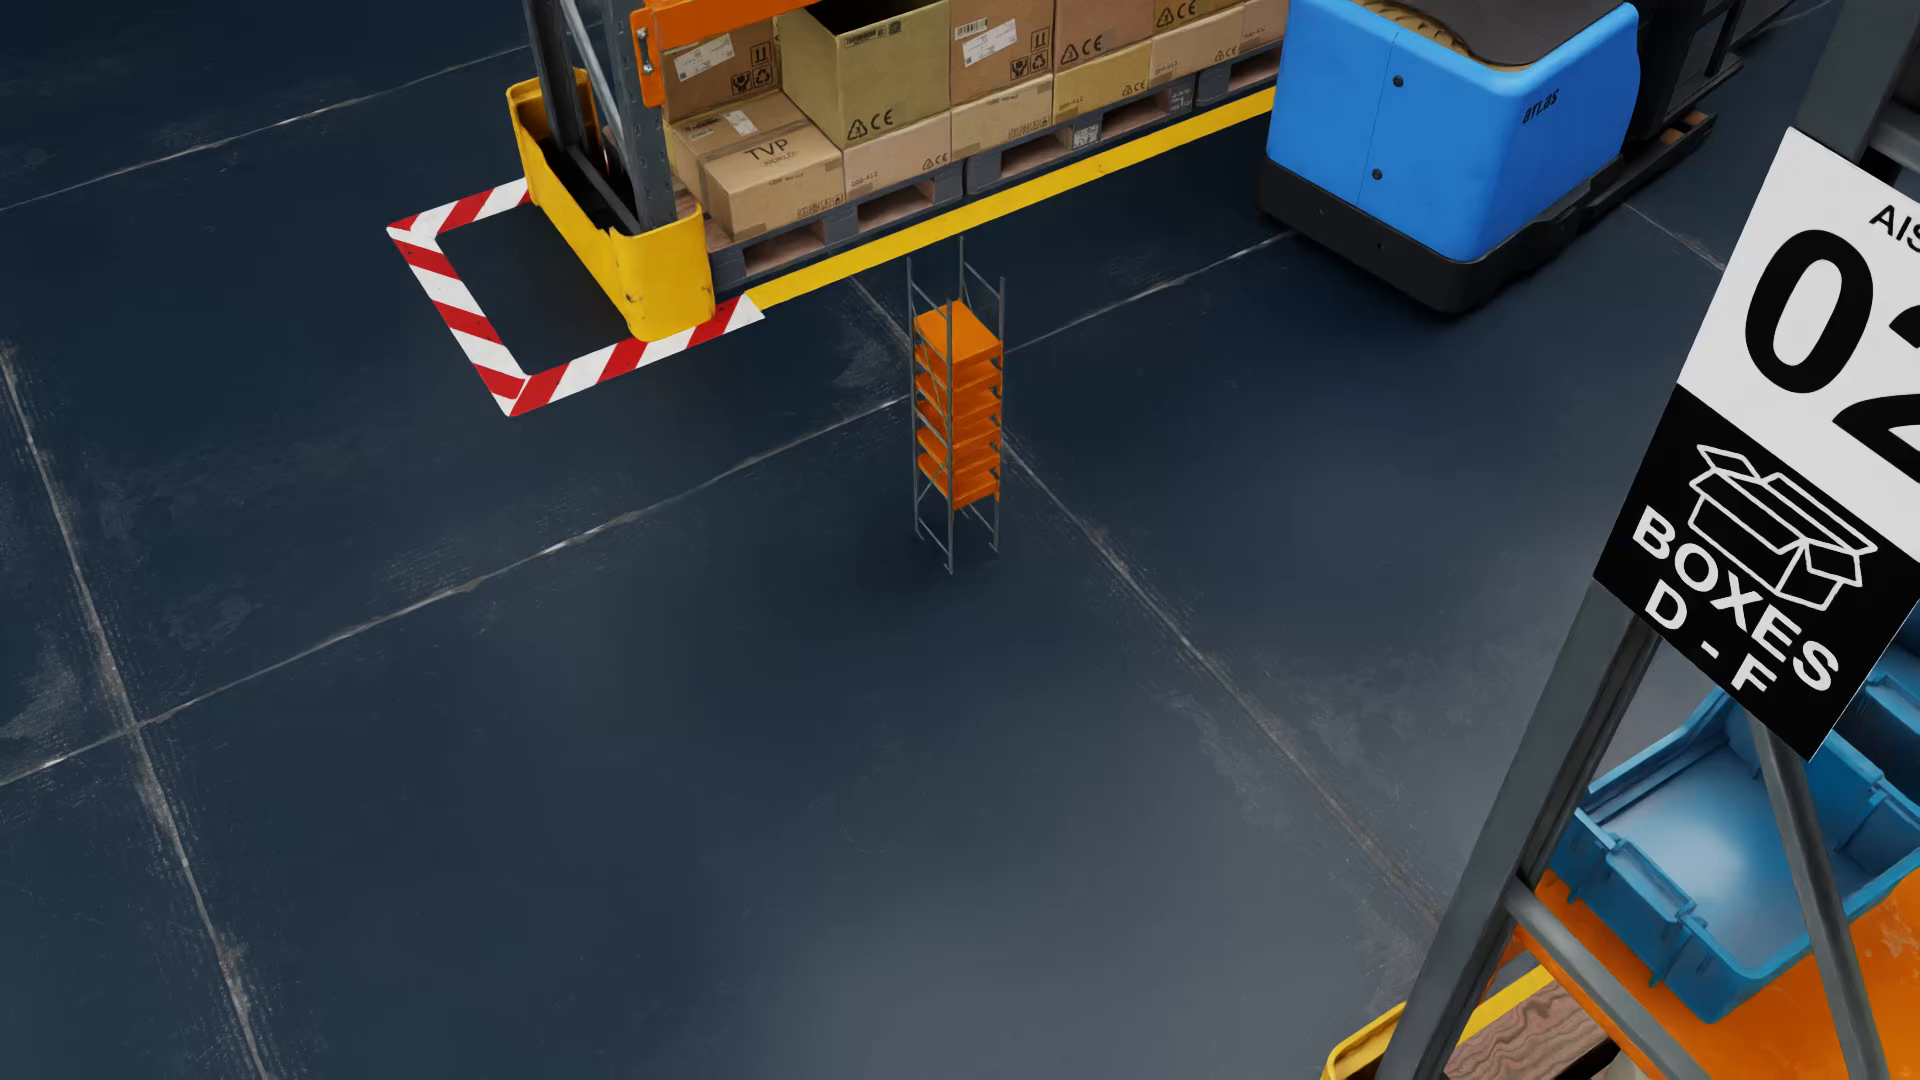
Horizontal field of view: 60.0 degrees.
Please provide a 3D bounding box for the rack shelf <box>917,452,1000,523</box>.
[{"bbox_3d":[-0.012,-0.204,5.509,0.180,0.103,0.258,-25,53,-21],"label":"rack shelf"}]

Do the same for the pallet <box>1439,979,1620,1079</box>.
[{"bbox_3d":[1.997,1.486,4.285,1.213,0.211,1.003,-25,53,-21],"label":"pallet"}]

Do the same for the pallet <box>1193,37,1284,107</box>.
[{"bbox_3d":[1.316,-2.567,7.895,1.213,0.211,1.003,-25,53,-21],"label":"pallet"}]

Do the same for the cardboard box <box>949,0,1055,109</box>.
[{"bbox_3d":[0.038,-2.146,6.711,0.500,0.500,0.500,-25,53,-21],"label":"cardboard box"}]

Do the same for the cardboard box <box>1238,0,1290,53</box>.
[{"bbox_3d":[1.307,-2.494,7.522,0.500,0.250,0.500,-25,53,-21],"label":"cardboard box"}]

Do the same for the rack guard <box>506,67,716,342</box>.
[{"bbox_3d":[-1.392,-1.350,6.617,0.348,0.500,1.175,-25,53,-21],"label":"rack guard"}]

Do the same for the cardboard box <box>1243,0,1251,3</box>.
[{"bbox_3d":[1.307,-2.745,7.243,0.500,0.500,0.500,-25,53,-21],"label":"cardboard box"}]

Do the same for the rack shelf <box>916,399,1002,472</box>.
[{"bbox_3d":[-0.012,-0.364,5.330,0.180,0.103,0.258,-25,53,-21],"label":"rack shelf"}]

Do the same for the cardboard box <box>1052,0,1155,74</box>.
[{"bbox_3d":[0.471,-2.335,6.878,0.500,0.500,0.500,-25,53,-21],"label":"cardboard box"}]

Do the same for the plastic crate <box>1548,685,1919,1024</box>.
[{"bbox_3d":[1.532,0.600,3.306,0.616,0.251,0.499,-25,53,-21],"label":"plastic crate"}]

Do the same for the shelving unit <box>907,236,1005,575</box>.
[{"bbox_3d":[-0.012,-0.393,5.297,0.189,1.200,0.258,-25,53,-21],"label":"shelving unit"}]

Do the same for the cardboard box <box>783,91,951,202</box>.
[{"bbox_3d":[-0.379,-1.691,6.807,0.500,0.250,0.500,-25,53,-21],"label":"cardboard box"}]

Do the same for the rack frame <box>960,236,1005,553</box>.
[{"bbox_3d":[0.065,-0.430,5.329,0.006,1.200,0.240,-25,53,-21],"label":"rack frame"}]

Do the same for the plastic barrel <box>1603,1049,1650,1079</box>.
[{"bbox_3d":[1.784,1.316,3.954,0.421,0.512,0.421,0,48,0],"label":"plastic barrel"}]

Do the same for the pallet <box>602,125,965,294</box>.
[{"bbox_3d":[-0.747,-1.595,7.029,1.213,0.211,1.003,-25,53,-21],"label":"pallet"}]

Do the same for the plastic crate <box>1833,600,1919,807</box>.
[{"bbox_3d":[2.084,0.345,3.534,0.408,0.251,0.499,-25,53,-21],"label":"plastic crate"}]

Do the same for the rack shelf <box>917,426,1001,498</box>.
[{"bbox_3d":[-0.012,-0.284,5.420,0.180,0.103,0.258,-25,53,-21],"label":"rack shelf"}]

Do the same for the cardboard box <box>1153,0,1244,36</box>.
[{"bbox_3d":[0.886,-2.543,7.064,0.500,0.500,0.500,-25,53,-21],"label":"cardboard box"}]

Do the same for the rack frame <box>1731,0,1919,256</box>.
[{"bbox_3d":[1.268,-1.056,0.665,0.127,3.000,1.000,-25,53,-21],"label":"rack frame"}]

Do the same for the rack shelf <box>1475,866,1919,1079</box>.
[{"bbox_3d":[2.960,0.382,3.883,4.000,0.370,1.077,-25,53,-21],"label":"rack shelf"}]

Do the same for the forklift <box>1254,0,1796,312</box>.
[{"bbox_3d":[2.641,-2.835,6.312,3.031,2.935,1.130,-35,57,-27],"label":"forklift"}]

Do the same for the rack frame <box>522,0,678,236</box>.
[{"bbox_3d":[-1.372,-2.191,5.692,0.127,3.000,1.000,-25,53,-21],"label":"rack frame"}]

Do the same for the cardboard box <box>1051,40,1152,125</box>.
[{"bbox_3d":[0.470,-2.086,7.159,0.500,0.250,0.500,-25,53,-21],"label":"cardboard box"}]

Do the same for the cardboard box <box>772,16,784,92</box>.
[{"bbox_3d":[-0.659,-2.023,7.103,0.500,0.250,0.500,-25,53,-21],"label":"cardboard box"}]

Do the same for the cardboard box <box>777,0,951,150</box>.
[{"bbox_3d":[-0.378,-1.939,6.526,0.500,0.500,0.500,-25,53,-21],"label":"cardboard box"}]

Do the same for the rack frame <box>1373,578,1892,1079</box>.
[{"bbox_3d":[1.268,0.939,2.905,0.127,3.000,1.000,-25,53,-21],"label":"rack frame"}]

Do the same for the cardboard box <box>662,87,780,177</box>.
[{"bbox_3d":[-1.076,-1.816,6.919,0.500,0.250,0.500,-25,53,-21],"label":"cardboard box"}]

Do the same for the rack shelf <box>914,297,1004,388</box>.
[{"bbox_3d":[-0.012,-0.603,5.061,0.180,0.103,0.258,-25,53,-21],"label":"rack shelf"}]

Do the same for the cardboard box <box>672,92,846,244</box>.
[{"bbox_3d":[-0.800,-1.489,6.628,0.500,0.250,0.500,-25,53,-21],"label":"cardboard box"}]

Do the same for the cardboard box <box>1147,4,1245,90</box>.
[{"bbox_3d":[0.892,-2.286,7.337,0.500,0.250,0.500,-25,53,-21],"label":"cardboard box"}]

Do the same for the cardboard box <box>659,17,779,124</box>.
[{"bbox_3d":[-1.077,-2.067,6.640,0.500,0.500,0.500,-25,53,-21],"label":"cardboard box"}]

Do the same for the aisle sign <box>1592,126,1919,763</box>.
[{"bbox_3d":[1.049,-0.084,2.076,0.004,0.787,0.394,-25,53,-21],"label":"aisle sign"}]

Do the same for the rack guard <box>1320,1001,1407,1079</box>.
[{"bbox_3d":[1.307,1.711,3.892,0.348,0.500,1.175,-25,53,-21],"label":"rack guard"}]

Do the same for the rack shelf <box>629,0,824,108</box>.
[{"bbox_3d":[0.320,-2.748,6.671,4.000,0.370,1.077,-25,53,-21],"label":"rack shelf"}]

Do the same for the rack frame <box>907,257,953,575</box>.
[{"bbox_3d":[-0.090,-0.357,5.264,0.006,1.200,0.240,-25,53,-21],"label":"rack frame"}]

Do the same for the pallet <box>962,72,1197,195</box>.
[{"bbox_3d":[0.283,-2.078,7.459,1.213,0.211,1.003,-25,53,-21],"label":"pallet"}]

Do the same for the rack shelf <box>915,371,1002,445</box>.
[{"bbox_3d":[-0.012,-0.444,5.240,0.180,0.103,0.258,-25,53,-21],"label":"rack shelf"}]

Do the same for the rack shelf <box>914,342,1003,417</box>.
[{"bbox_3d":[-0.012,-0.523,5.151,0.180,0.103,0.258,-25,53,-21],"label":"rack shelf"}]

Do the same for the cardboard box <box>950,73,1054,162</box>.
[{"bbox_3d":[0.044,-1.890,6.984,0.500,0.250,0.500,-25,53,-21],"label":"cardboard box"}]
